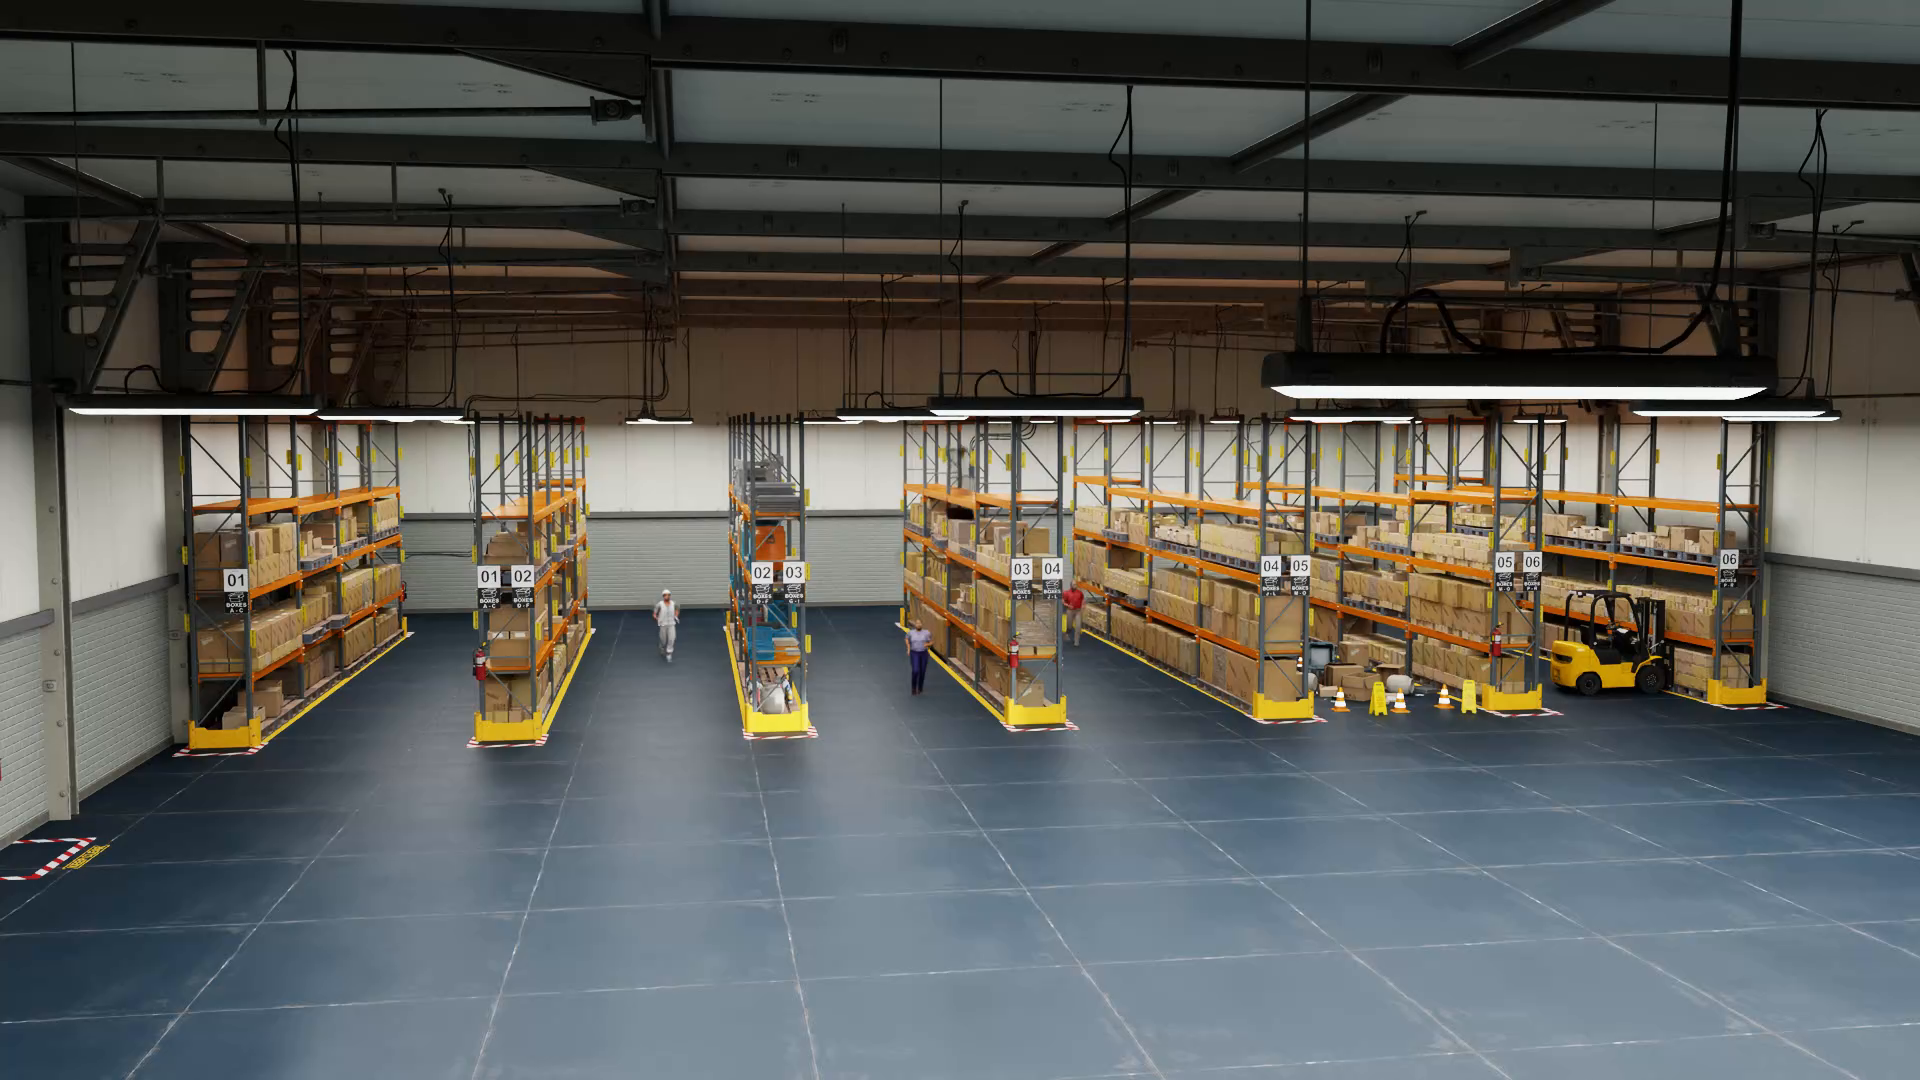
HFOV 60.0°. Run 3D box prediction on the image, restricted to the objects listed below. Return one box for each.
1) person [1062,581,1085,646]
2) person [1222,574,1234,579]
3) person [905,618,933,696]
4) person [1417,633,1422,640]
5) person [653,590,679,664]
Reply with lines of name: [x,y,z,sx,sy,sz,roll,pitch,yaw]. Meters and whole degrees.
person: [2.988,1.911,43.641,0.674,1.687,0.814,-1,4,-10]
person: [8.210,1.429,50.660,0.755,1.645,0.642,-1,4,-10]
person: [-0.873,2.503,35.492,0.574,1.676,0.708,0,4,-7]
person: [11.484,2.094,40.895,0.601,1.740,0.752,-1,4,-15]
person: [-7.134,2.093,40.502,0.657,1.771,0.863,-2,4,-21]
